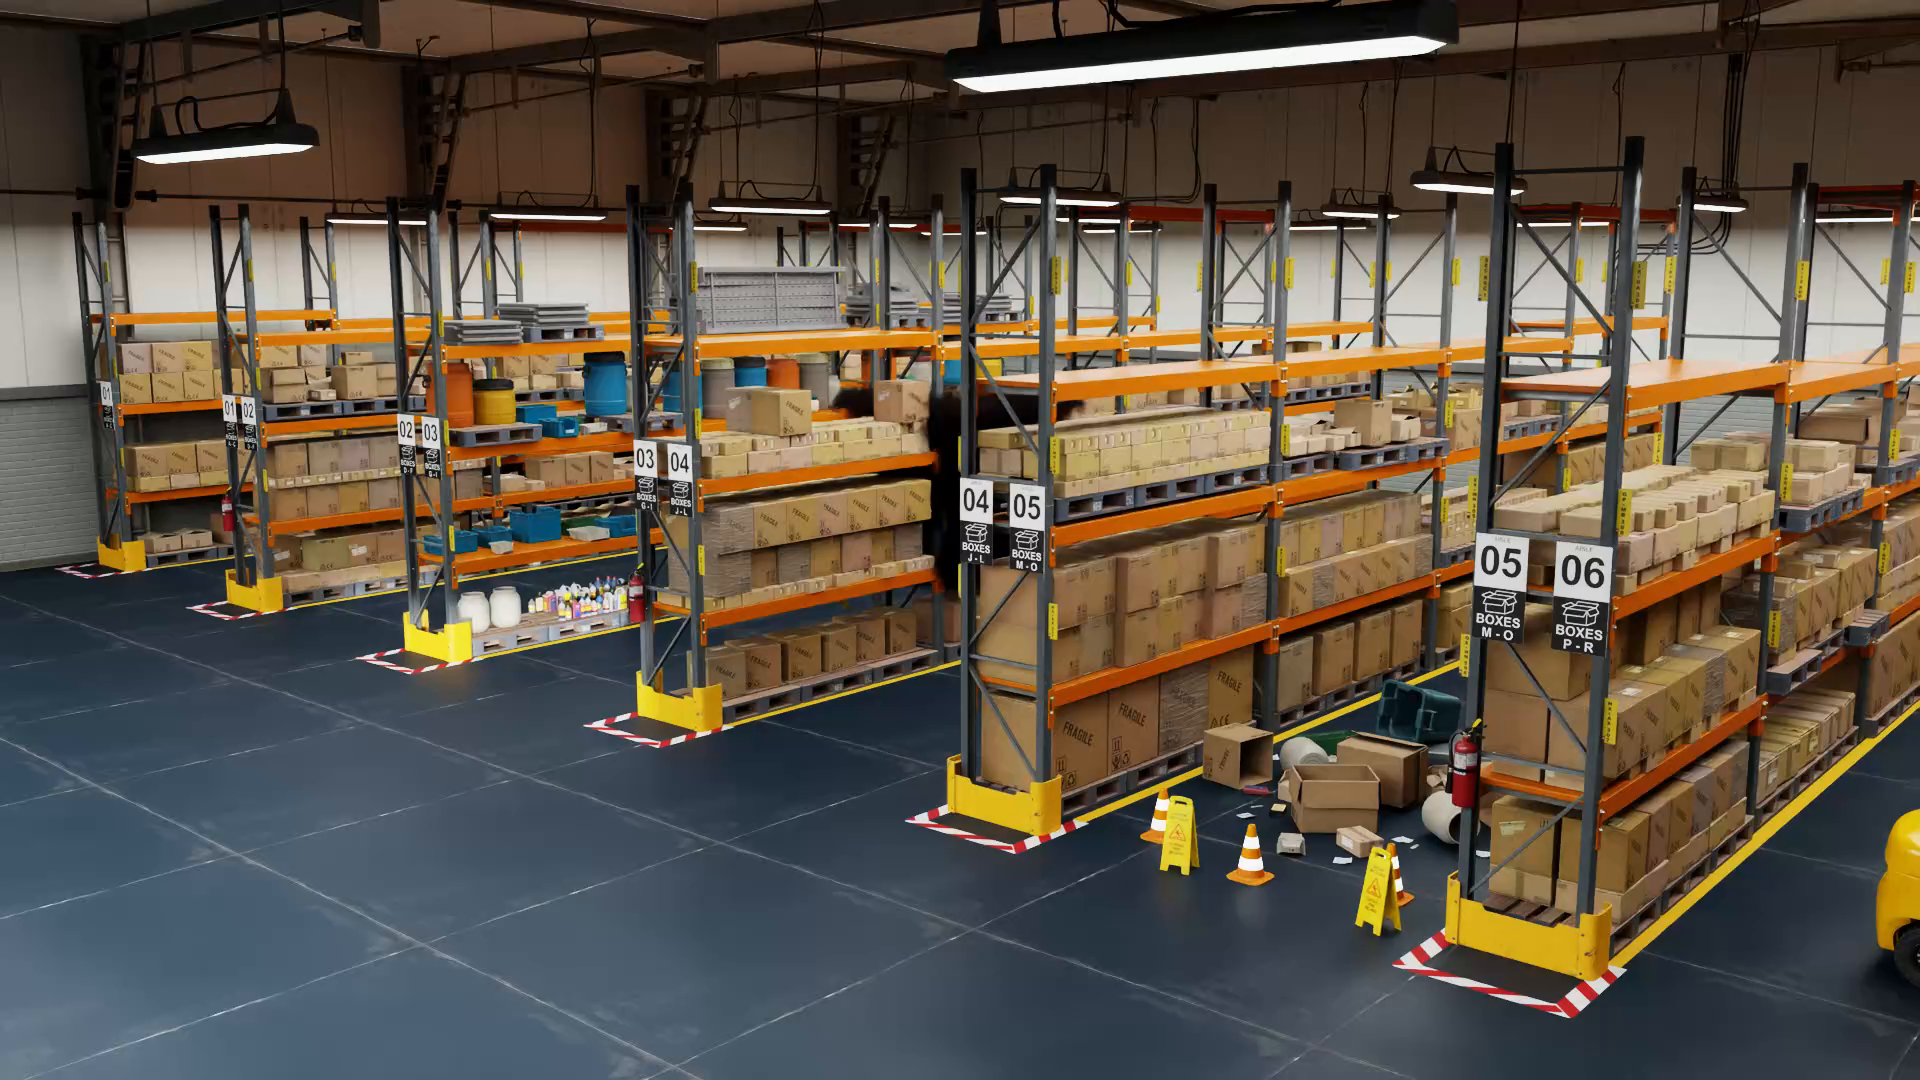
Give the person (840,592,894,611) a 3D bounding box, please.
[{"bbox_3d":[-1.351,0.201,23.430,0.807,1.691,0.546,0,9,3],"label":"person"}]
